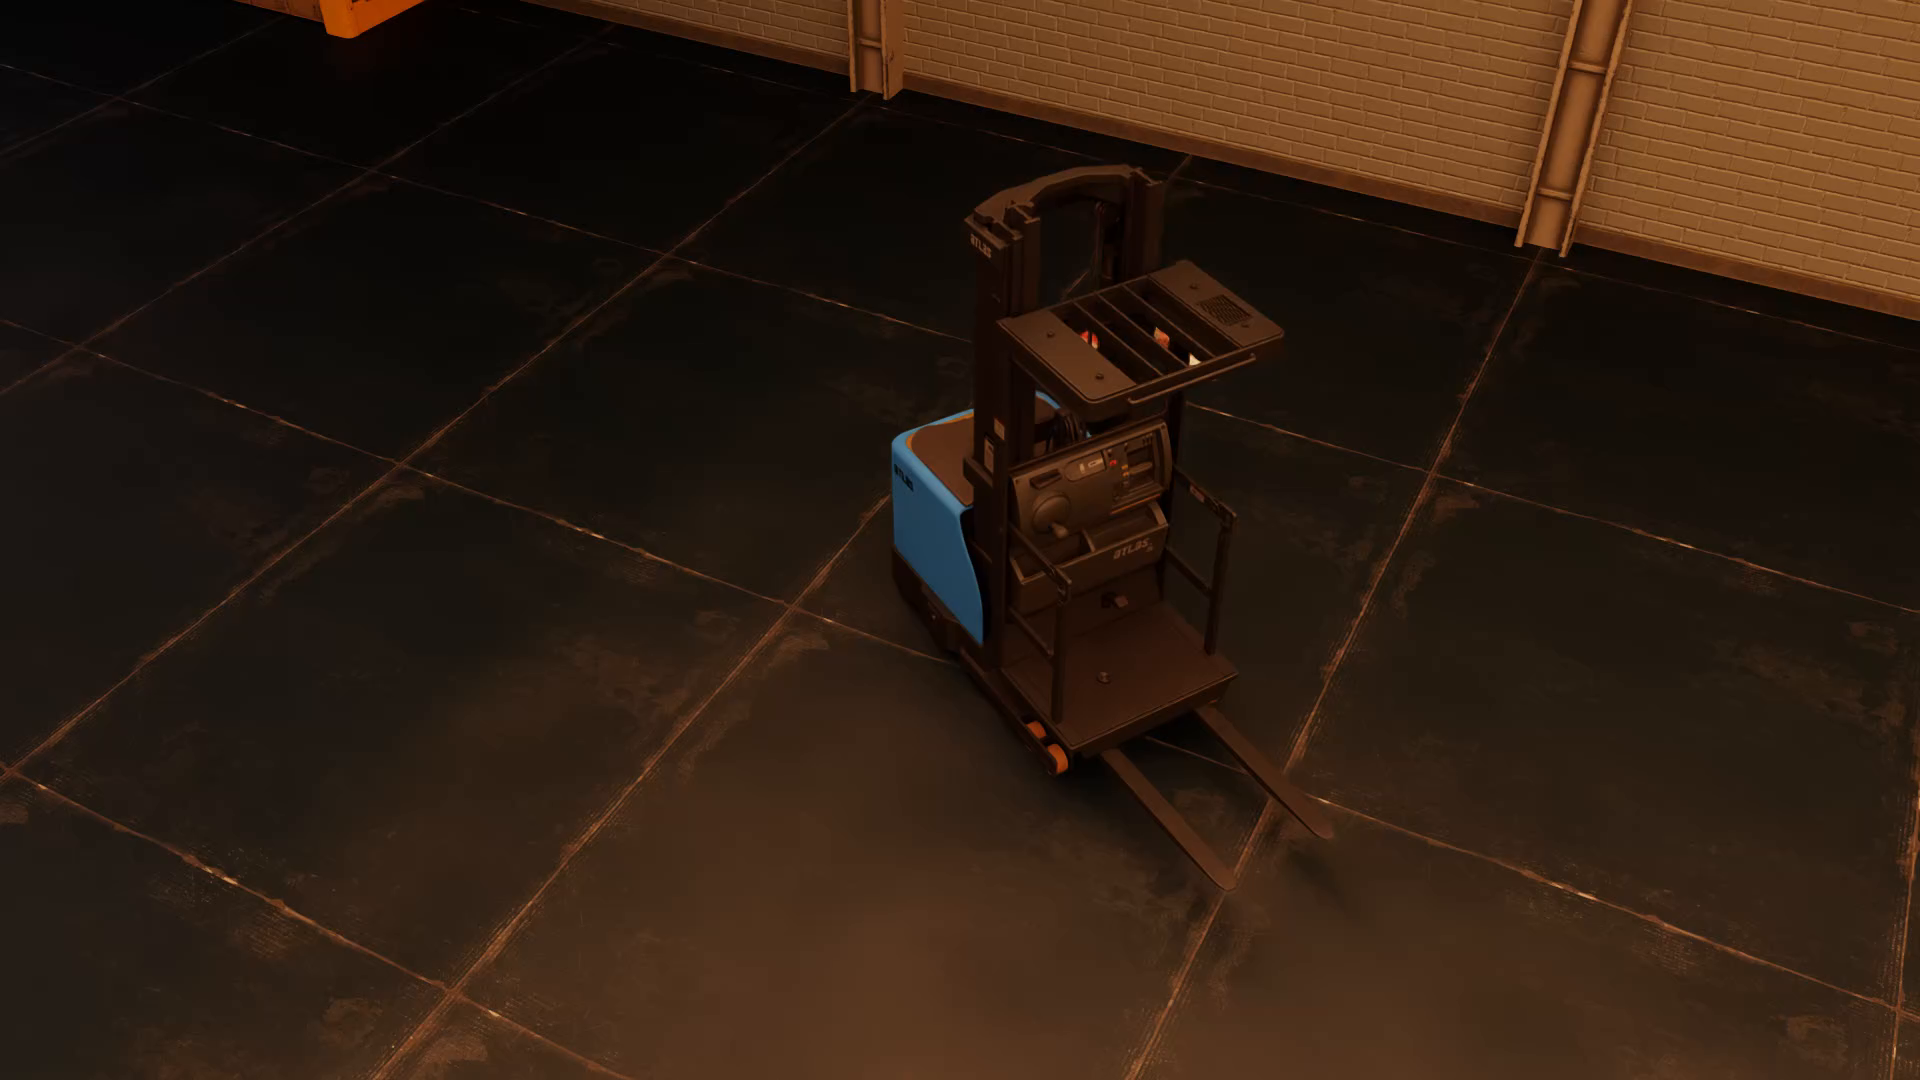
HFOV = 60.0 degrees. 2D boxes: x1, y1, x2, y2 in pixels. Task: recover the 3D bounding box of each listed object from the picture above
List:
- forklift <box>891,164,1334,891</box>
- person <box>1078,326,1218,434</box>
[{"bbox_3d":[0.785,-0.224,8.252,1.130,2.935,3.031,-21,44,-23],"label":"forklift"},{"bbox_3d":[1.002,-0.765,9.962,1.227,1.591,0.976,-31,49,-32],"label":"person"}]
